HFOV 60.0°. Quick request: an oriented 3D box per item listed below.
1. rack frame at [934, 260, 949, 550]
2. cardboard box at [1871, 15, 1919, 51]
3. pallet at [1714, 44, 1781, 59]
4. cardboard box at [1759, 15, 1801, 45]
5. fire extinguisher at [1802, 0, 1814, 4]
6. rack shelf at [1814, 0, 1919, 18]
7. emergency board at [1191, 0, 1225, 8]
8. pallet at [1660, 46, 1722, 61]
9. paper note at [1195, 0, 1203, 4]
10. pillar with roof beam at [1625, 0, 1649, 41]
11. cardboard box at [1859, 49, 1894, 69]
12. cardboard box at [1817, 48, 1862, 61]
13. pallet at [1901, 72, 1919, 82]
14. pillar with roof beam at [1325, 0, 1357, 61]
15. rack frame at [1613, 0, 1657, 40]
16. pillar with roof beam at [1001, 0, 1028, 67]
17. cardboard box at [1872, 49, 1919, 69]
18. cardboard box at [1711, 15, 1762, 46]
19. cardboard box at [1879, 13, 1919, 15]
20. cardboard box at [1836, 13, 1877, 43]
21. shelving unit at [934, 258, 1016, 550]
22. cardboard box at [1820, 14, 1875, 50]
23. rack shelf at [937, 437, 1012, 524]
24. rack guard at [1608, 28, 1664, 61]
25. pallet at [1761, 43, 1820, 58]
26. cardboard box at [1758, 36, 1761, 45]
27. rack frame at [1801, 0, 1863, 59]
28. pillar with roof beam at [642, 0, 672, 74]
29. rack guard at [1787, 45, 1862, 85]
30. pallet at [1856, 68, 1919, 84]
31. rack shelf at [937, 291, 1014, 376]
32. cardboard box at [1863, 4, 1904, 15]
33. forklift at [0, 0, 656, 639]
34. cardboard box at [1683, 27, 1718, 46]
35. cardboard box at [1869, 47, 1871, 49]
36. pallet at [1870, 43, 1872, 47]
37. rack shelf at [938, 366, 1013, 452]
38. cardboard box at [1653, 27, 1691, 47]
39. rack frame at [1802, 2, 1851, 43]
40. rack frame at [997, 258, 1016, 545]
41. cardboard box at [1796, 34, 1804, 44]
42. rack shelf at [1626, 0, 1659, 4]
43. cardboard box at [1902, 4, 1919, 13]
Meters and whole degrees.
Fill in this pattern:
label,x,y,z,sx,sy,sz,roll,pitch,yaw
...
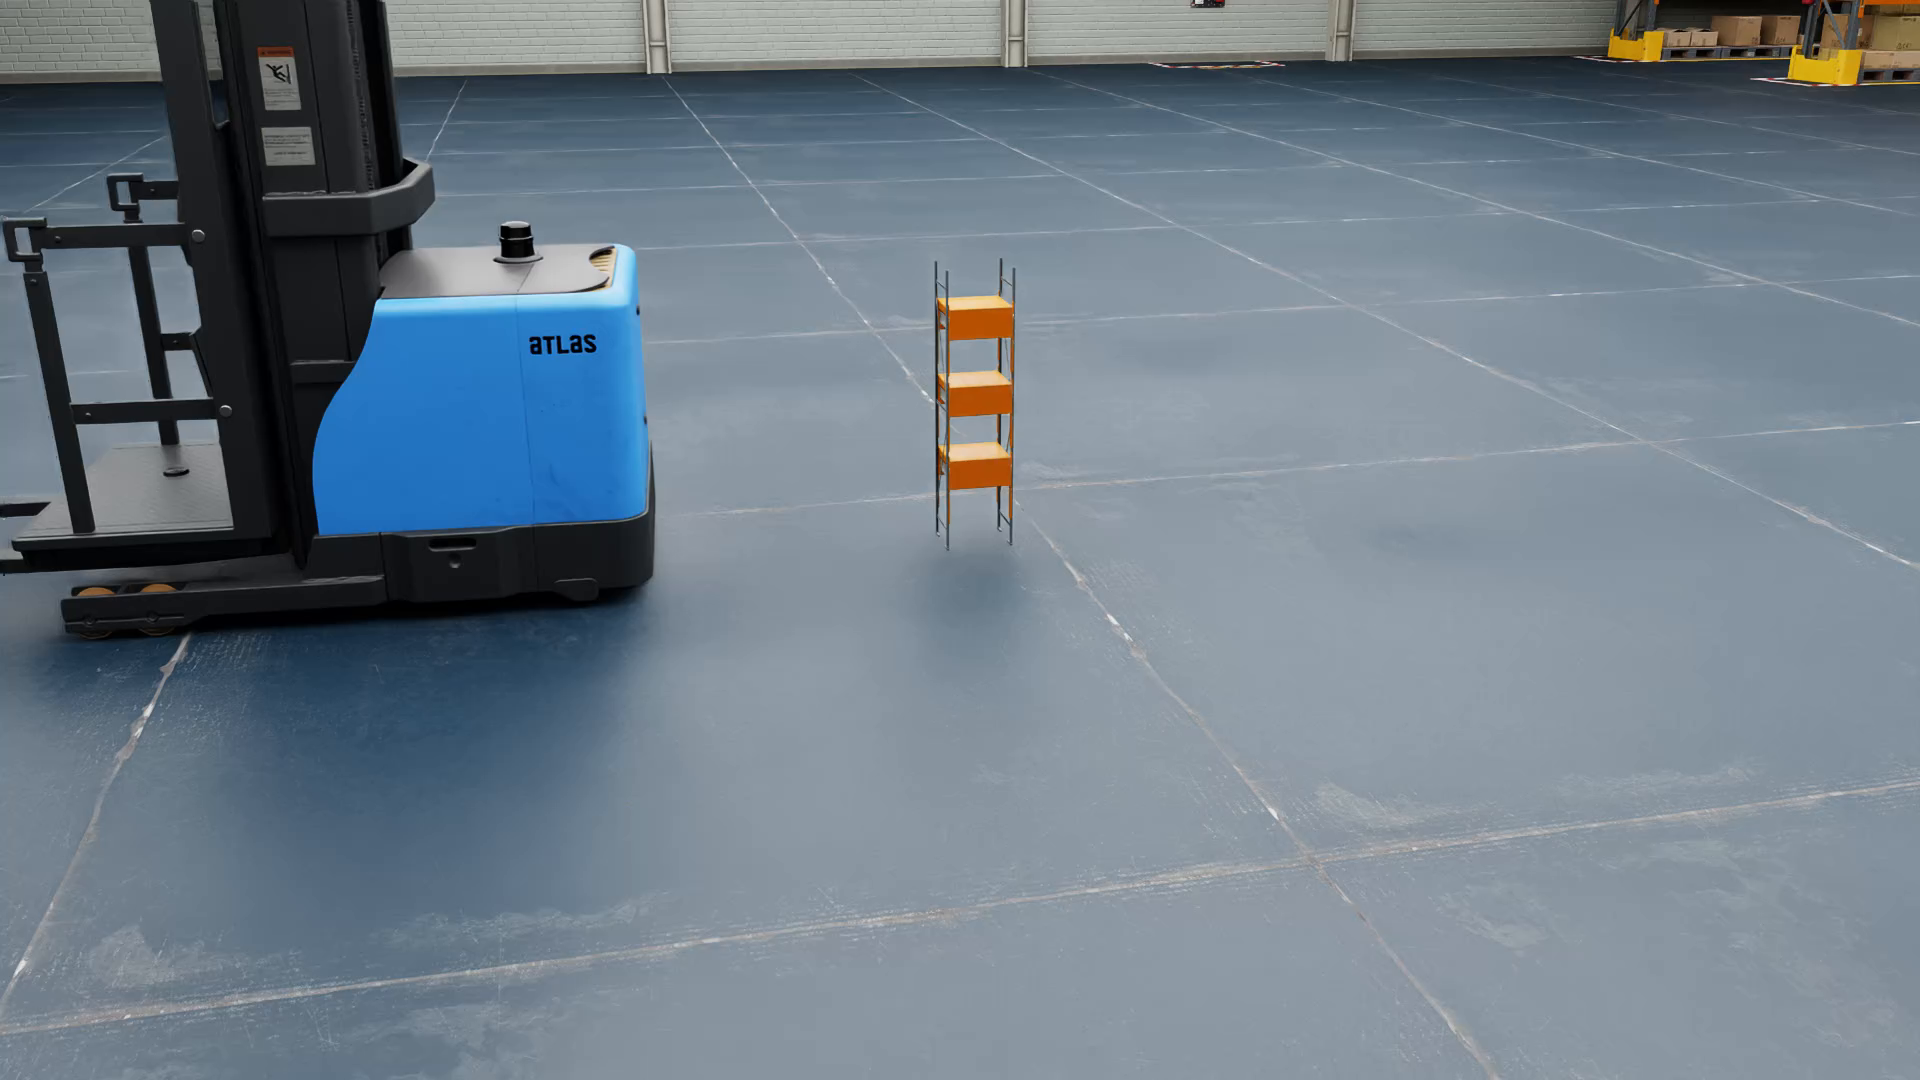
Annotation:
label,x,y,z,sx,sy,sz,roll,pitch,yaw
rack frame,-0.067,-0.488,6.119,0.008,1.050,0.200,-5,21,-12
cardboard box,14.322,-7.727,25.345,0.500,0.500,0.500,-5,21,-12
pallet,14.177,-8.963,30.476,1.213,0.211,1.003,-5,21,-12
cardboard box,15.012,-9.373,30.534,0.500,0.500,0.500,-6,21,-17
fire extinguisher,13.041,-8.571,25.463,0.183,0.674,0.296,-5,21,-12
rack shelf,15.210,-8.281,25.607,4.000,0.370,1.077,-5,21,-12
emergency board,4.349,-9.806,28.723,0.643,1.169,0.194,-5,21,-12
pallet,12.992,-8.868,30.216,1.213,0.211,1.003,-5,21,-12
paper note,4.161,-9.401,28.899,0.142,0.148,0.016,-5,21,-12
pillar with roof beam,13.593,-11.840,25.553,0.400,9.000,9.100,-5,21,-12
cardboard box,13.836,-7.335,25.364,0.500,0.250,0.500,-5,21,-12
cardboard box,13.717,-7.508,25.837,0.500,0.250,0.500,-5,21,-12
pallet,15.183,-7.321,25.994,1.213,0.211,1.003,-5,21,-12
pillar with roof beam,7.754,-11.365,24.256,0.400,9.000,9.100,-5,21,-12
rack frame,12.120,-10.119,29.577,0.127,3.000,1.000,-5,21,-12
pillar with roof beam,1.915,-10.890,22.960,0.400,9.000,9.100,-5,21,-12
cardboard box,14.322,-7.376,25.475,0.500,0.250,0.500,-5,21,-12
cardboard box,14.094,-9.263,30.234,0.500,0.500,0.700,-6,21,-16
cardboard box,14.686,-7.945,25.940,0.500,0.500,0.500,-5,21,-12
cardboard box,16.725,-9.532,30.969,0.500,0.500,0.700,-4,20,-11
shelving unit,0.052,-0.497,6.146,0.252,1.050,0.215,-5,21,-12
cardboard box,13.717,-7.861,25.710,0.500,0.500,0.500,-5,21,-12
rack shelf,0.052,-0.226,6.245,0.240,0.259,0.215,-5,21,-12
rack guard,12.194,-8.951,30.023,0.348,0.500,1.175,-5,21,-12
pallet,15.367,-9.061,30.743,1.213,0.211,1.003,-5,21,-12
cardboard box,14.451,-9.183,30.528,0.250,0.149,0.380,-6,21,-17
rack frame,13.263,-8.461,25.051,0.127,3.000,1.000,-5,21,-12
pillar with roof beam,-3.924,-10.415,21.663,0.400,9.000,9.100,-5,21,-12
rack guard,13.240,-7.285,25.475,0.348,0.500,1.175,-5,21,-12
pallet,13.998,-7.226,25.734,1.213,0.211,1.003,-5,21,-12
rack shelf,0.052,-0.754,6.052,0.240,0.259,0.215,-5,21,-12
cardboard box,17.153,-9.920,30.939,0.500,0.250,0.500,-5,21,-14
forklift,-2.629,-1.247,5.458,3.031,2.935,1.130,-3,20,-9
cardboard box,13.369,-9.132,30.154,0.500,0.311,0.500,-3,20,-8
cardboard box,14.201,-7.552,25.956,0.500,0.250,0.500,-5,21,-12
pallet,16.770,-9.188,31.090,1.213,0.211,1.003,-5,21,-12
rack shelf,0.052,-0.487,6.149,0.240,0.259,0.215,-5,21,-12
cardboard box,12.814,-9.087,30.031,0.500,0.311,0.500,-7,21,-19
rack frame,16.012,-10.435,30.441,0.127,3.000,1.000,-5,21,-12
rack frame,0.171,-0.507,6.172,0.008,1.050,0.200,-5,21,-12
cardboard box,15.499,-9.259,30.709,0.250,0.166,0.380,-7,21,-20
rack shelf,14.066,-9.939,30.132,4.000,0.370,1.077,-5,21,-12
cardboard box,17.658,-9.962,31.055,0.500,0.250,0.500,-5,21,-14
